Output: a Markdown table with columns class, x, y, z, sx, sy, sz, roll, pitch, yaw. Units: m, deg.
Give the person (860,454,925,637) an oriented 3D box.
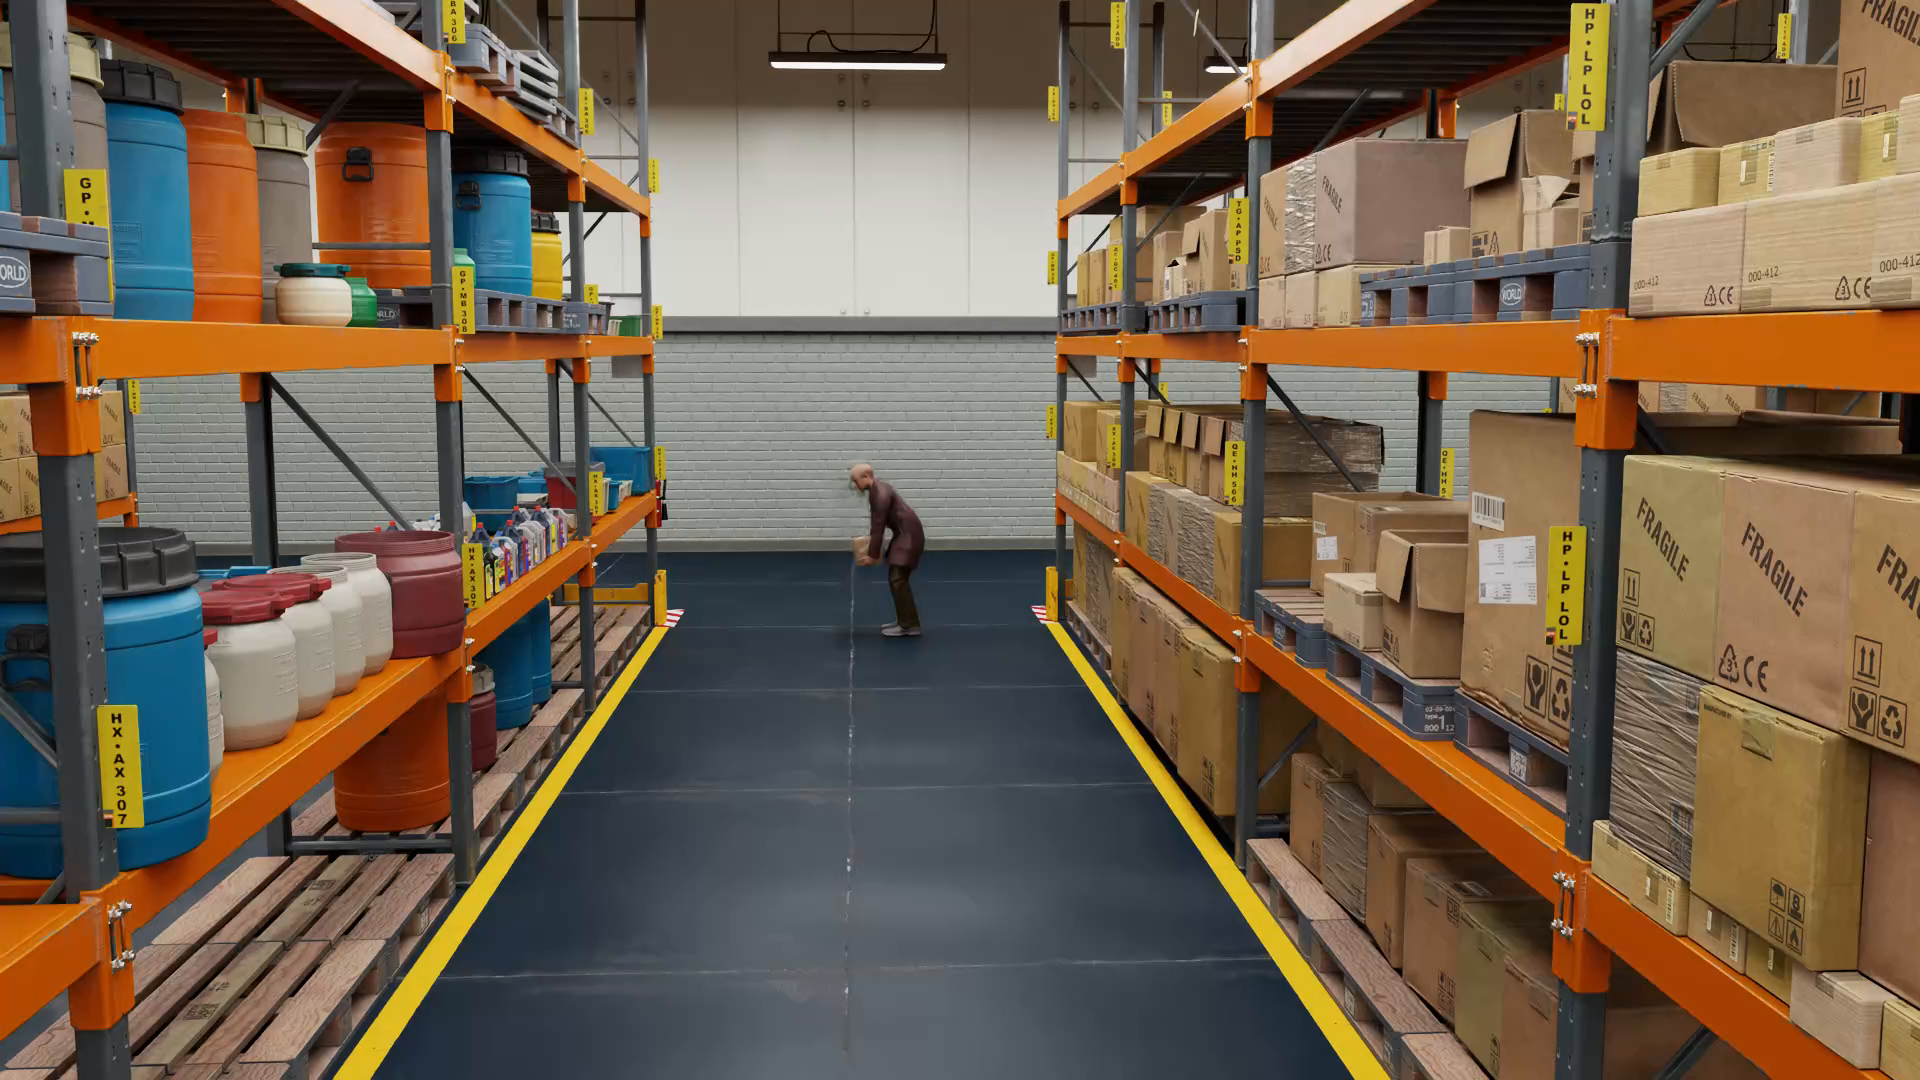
| class | x | y | z | sx | sy | sz | roll | pitch | yaw |
| --- | --- | --- | --- | --- | --- | --- | --- | --- | --- |
| person | -0.643 | 0.124 | 15.745 | 0.614 | 1.551 | 0.537 | -1 | 7 | -5 |
